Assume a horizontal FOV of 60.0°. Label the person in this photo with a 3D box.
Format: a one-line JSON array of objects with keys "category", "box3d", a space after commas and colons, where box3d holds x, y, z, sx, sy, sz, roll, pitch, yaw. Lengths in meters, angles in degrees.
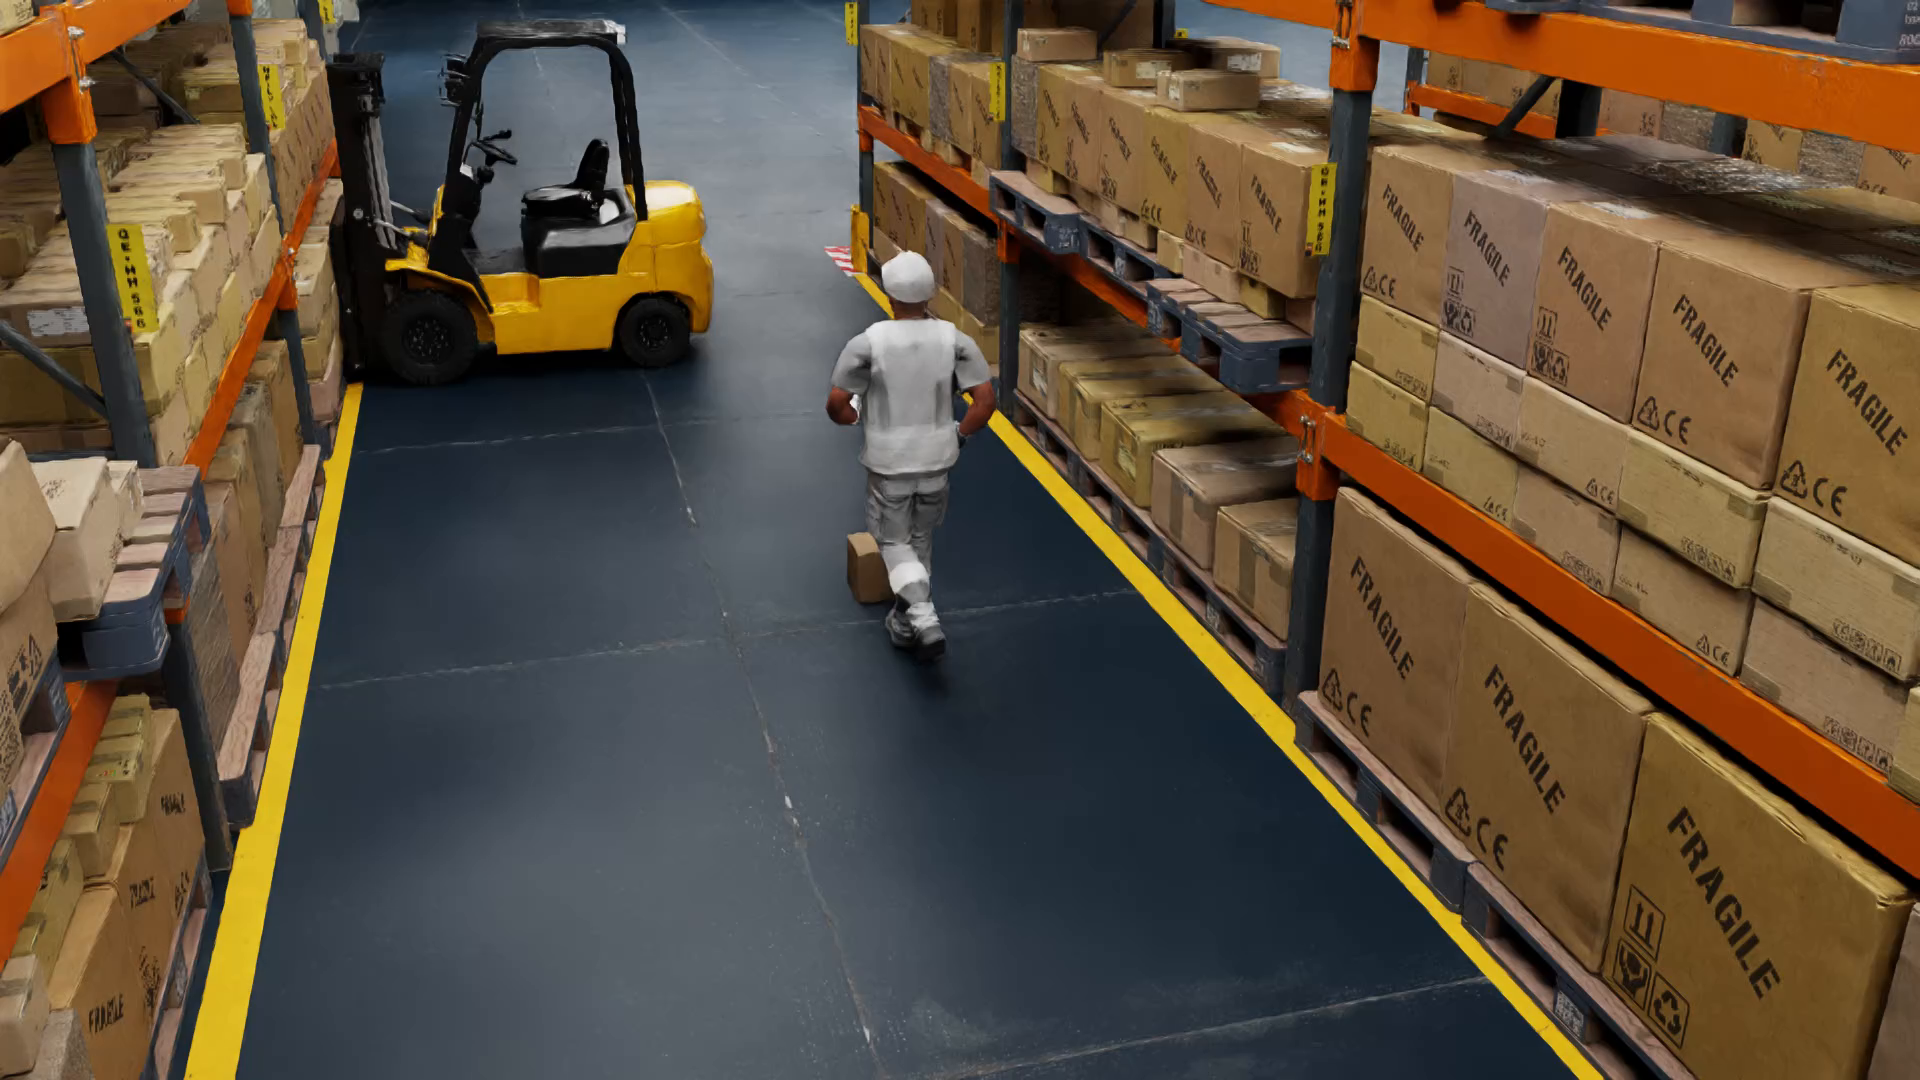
[{"category": "person", "box3d": [-0.219, -0.305, 6.796, 0.669, 1.771, 0.772, -5, 23, -13]}]
